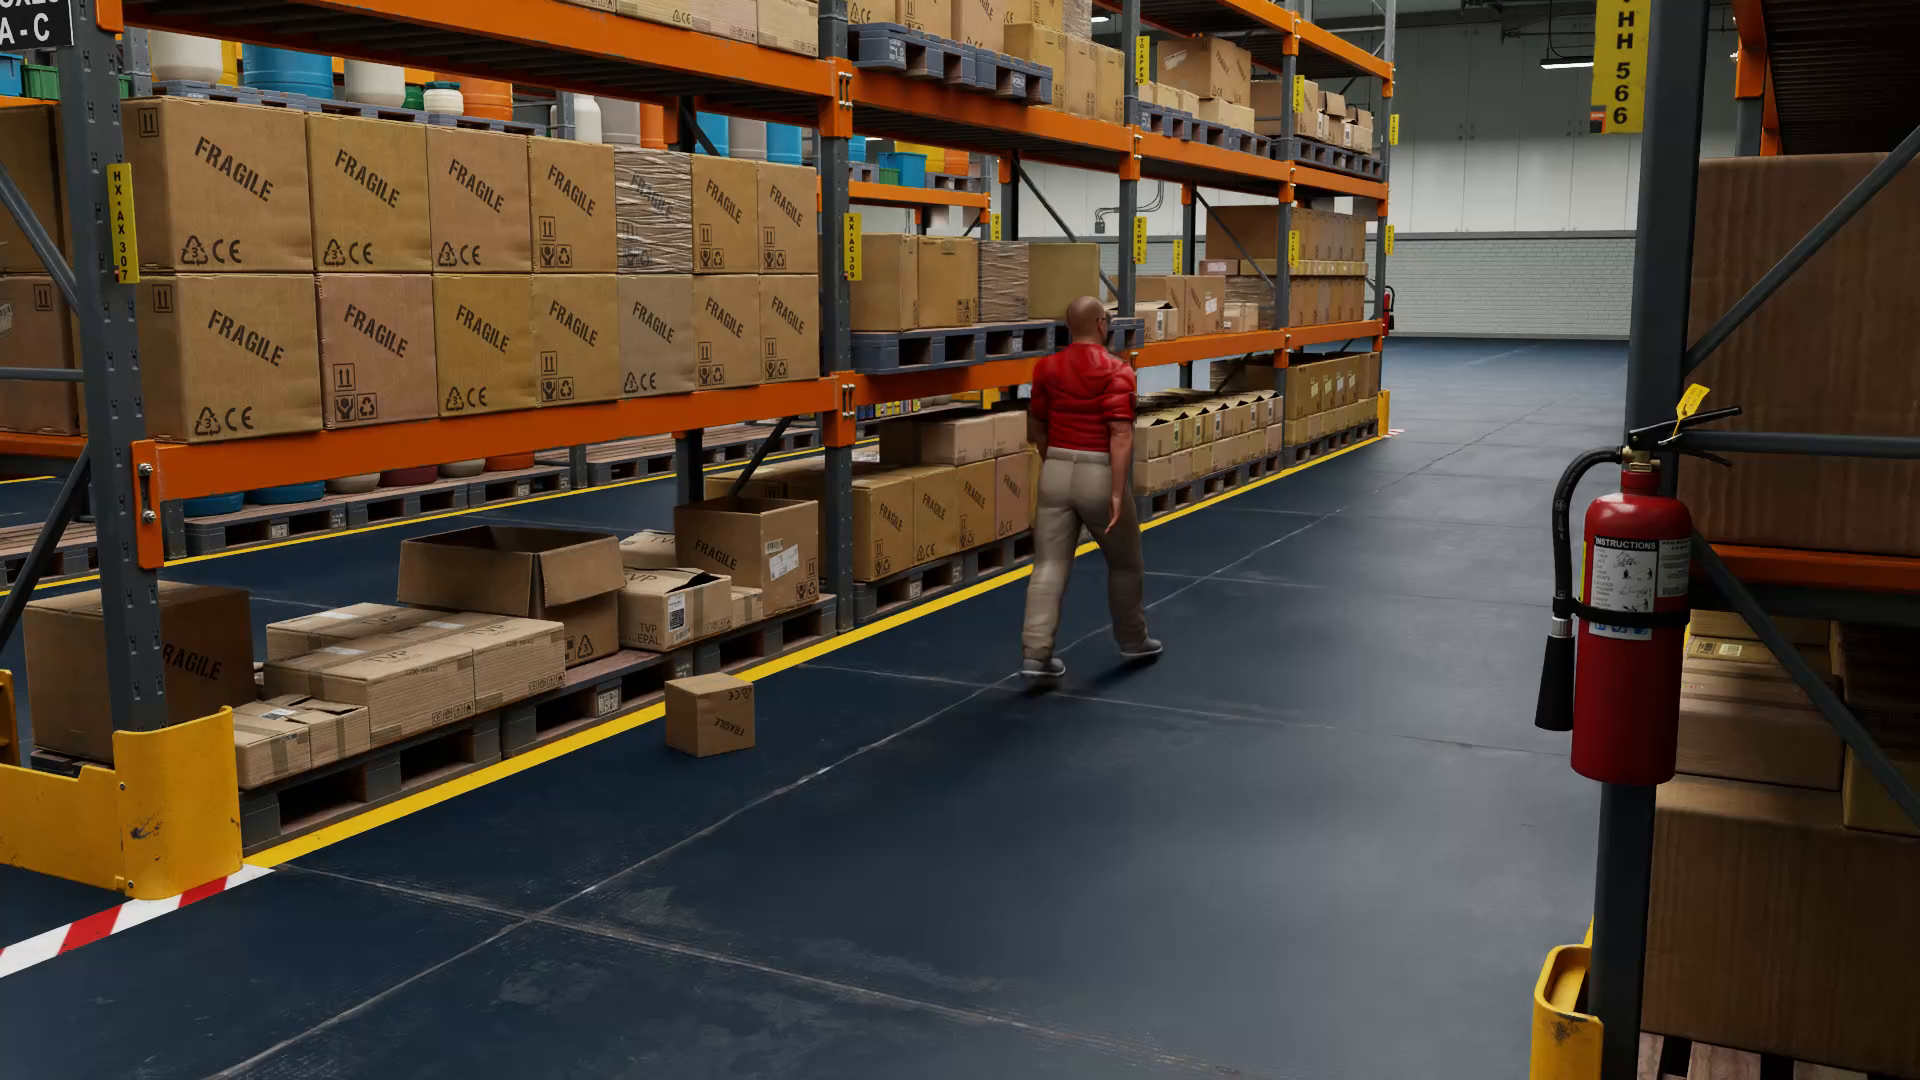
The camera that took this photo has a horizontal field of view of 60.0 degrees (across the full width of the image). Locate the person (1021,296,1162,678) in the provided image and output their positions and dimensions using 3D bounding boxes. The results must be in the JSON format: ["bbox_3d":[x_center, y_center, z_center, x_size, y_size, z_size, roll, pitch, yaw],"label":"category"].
[{"bbox_3d":[0.581,-0.251,7.449,0.547,1.673,0.990,5,10,26],"label":"person"}]
